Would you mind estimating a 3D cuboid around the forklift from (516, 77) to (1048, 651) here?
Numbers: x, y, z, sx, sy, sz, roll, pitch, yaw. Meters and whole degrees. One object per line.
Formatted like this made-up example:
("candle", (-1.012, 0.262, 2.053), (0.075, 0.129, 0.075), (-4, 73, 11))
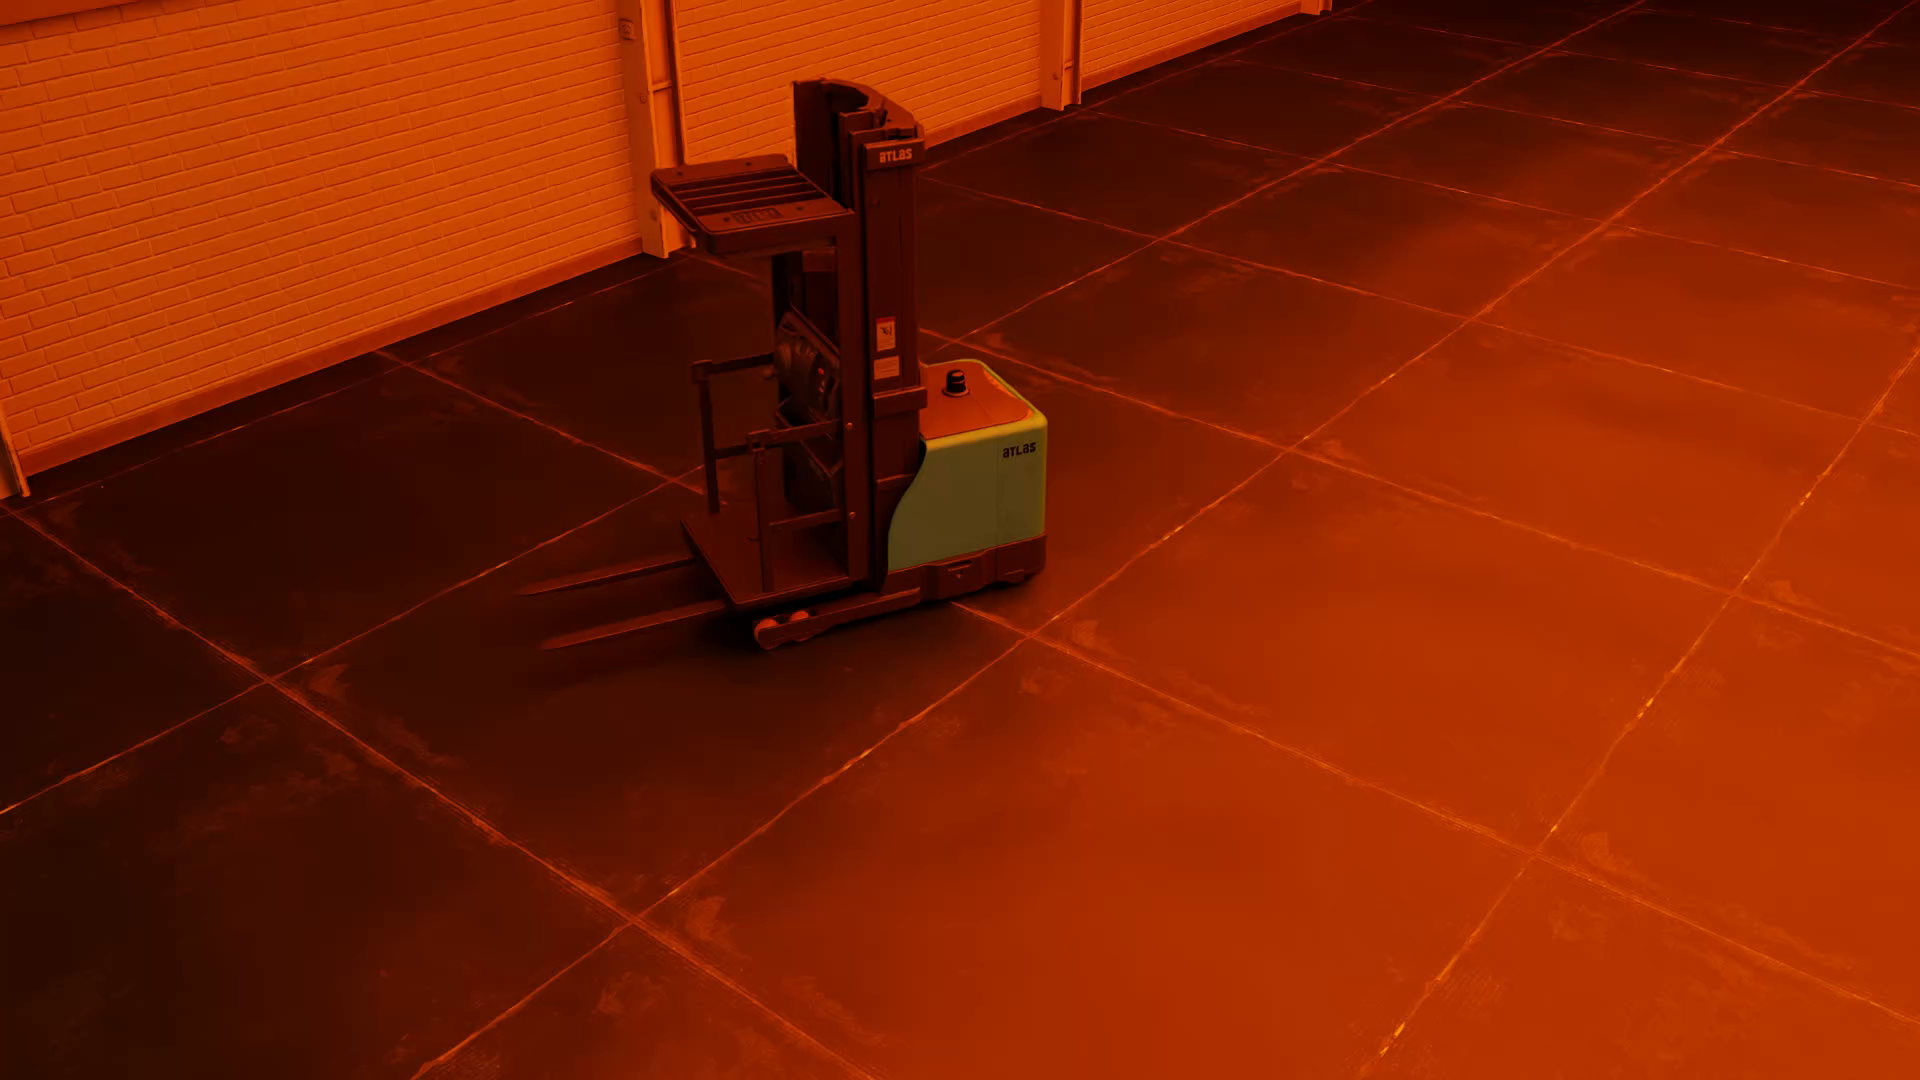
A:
("forklift", (-1.037, -0.951, 9.221), (3.031, 2.935, 1.130), (-13, 33, -21))
